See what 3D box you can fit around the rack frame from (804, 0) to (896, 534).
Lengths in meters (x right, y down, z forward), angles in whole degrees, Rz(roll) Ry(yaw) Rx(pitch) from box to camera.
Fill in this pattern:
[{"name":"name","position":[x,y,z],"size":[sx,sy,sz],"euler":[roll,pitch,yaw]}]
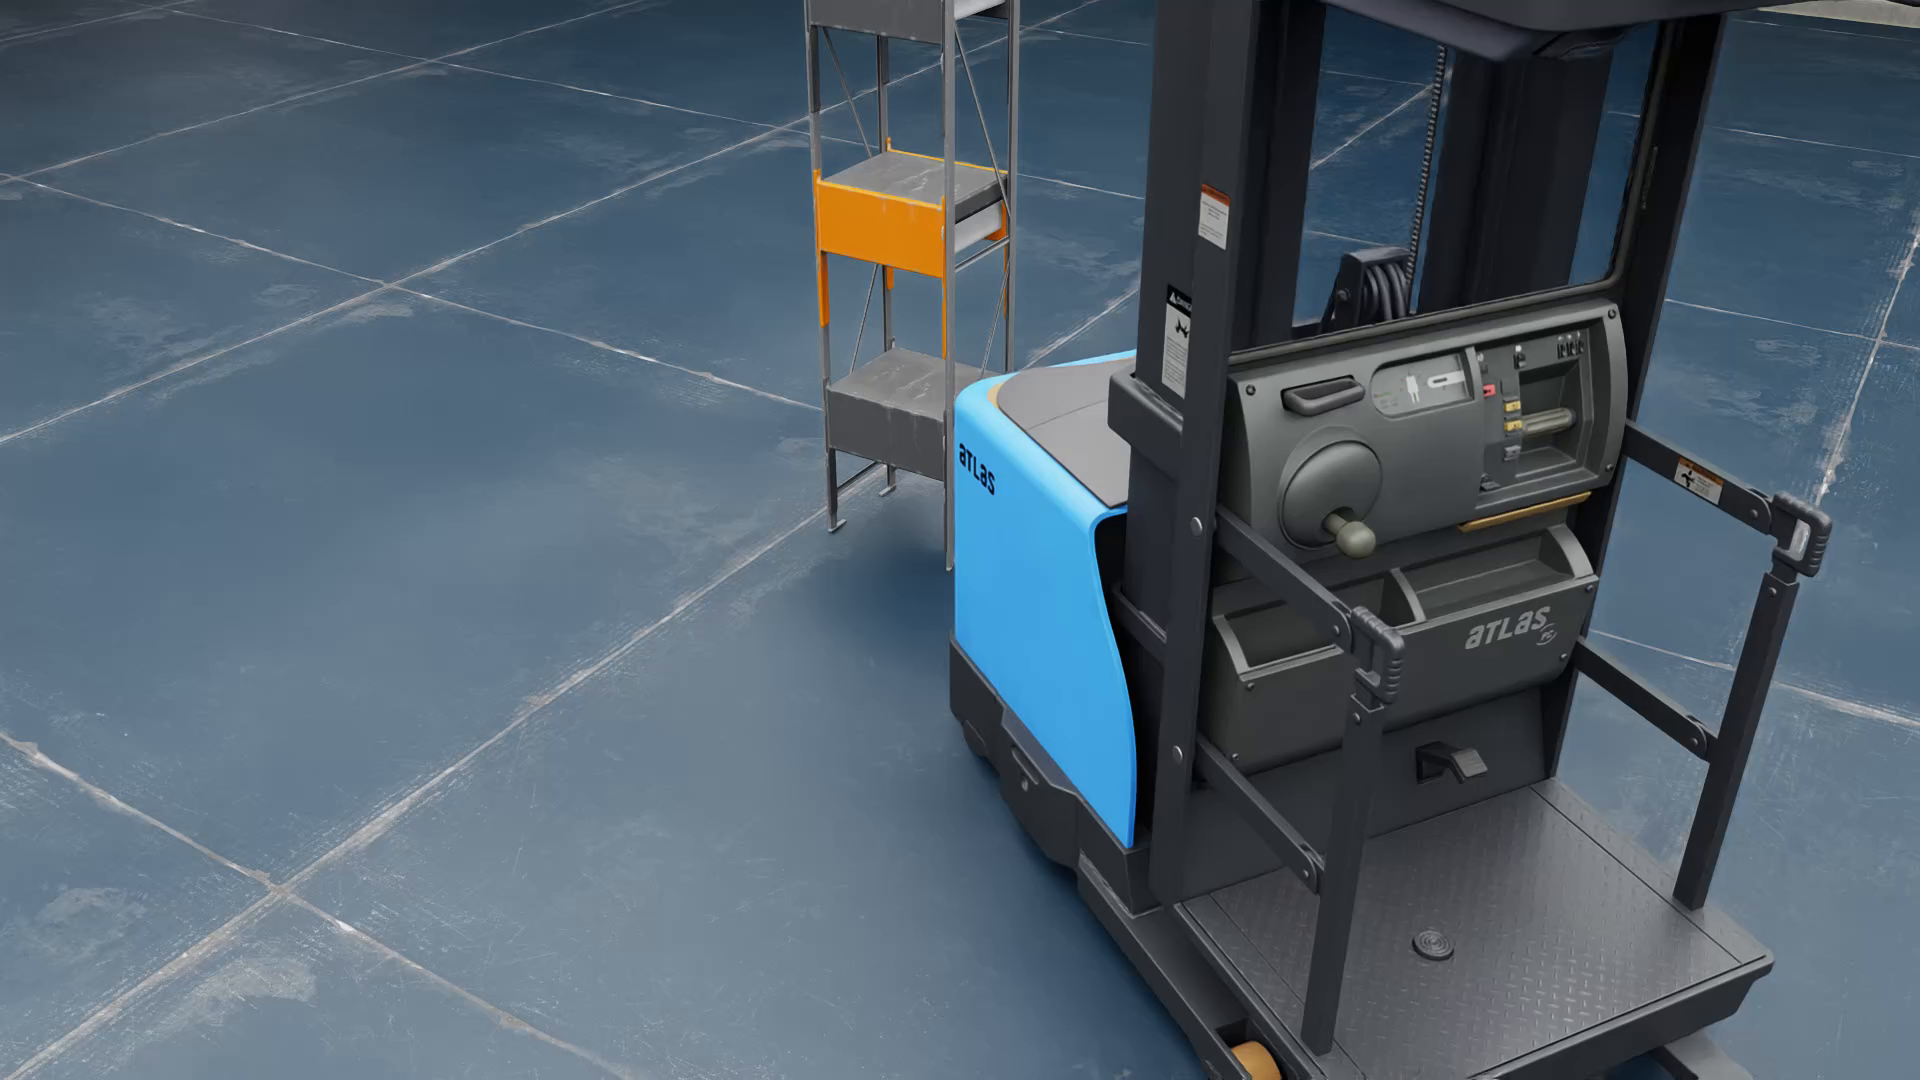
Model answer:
[{"name":"rack frame","position":[-0.347,-1.017,5.409],"size":[0.015,2.100,0.400],"euler":[18,35,27]}]

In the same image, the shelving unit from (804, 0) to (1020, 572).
[{"name":"shelving unit","position":[-0.140,-0.951,5.297],"size":[0.503,2.100,0.431],"euler":[18,35,27]}]

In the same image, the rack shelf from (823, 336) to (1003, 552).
[{"name":"rack shelf","position":[-0.140,-0.335,5.657],"size":[0.480,0.518,0.431],"euler":[18,35,27]}]

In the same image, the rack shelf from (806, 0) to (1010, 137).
[{"name":"rack shelf","position":[-0.140,-1.544,4.951],"size":[0.480,0.518,0.431],"euler":[18,35,27]}]

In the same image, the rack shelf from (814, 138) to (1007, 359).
[{"name":"rack shelf","position":[-0.140,-0.940,5.304],"size":[0.480,0.518,0.431],"euler":[18,35,27]}]

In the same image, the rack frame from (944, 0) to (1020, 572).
[{"name":"rack frame","position":[0.066,-0.886,5.185],"size":[0.015,2.100,0.400],"euler":[18,35,27]}]

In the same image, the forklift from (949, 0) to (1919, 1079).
[{"name":"forklift","position":[1.045,-0.174,3.140],"size":[1.130,2.935,3.031],"euler":[-13,33,-21]}]
